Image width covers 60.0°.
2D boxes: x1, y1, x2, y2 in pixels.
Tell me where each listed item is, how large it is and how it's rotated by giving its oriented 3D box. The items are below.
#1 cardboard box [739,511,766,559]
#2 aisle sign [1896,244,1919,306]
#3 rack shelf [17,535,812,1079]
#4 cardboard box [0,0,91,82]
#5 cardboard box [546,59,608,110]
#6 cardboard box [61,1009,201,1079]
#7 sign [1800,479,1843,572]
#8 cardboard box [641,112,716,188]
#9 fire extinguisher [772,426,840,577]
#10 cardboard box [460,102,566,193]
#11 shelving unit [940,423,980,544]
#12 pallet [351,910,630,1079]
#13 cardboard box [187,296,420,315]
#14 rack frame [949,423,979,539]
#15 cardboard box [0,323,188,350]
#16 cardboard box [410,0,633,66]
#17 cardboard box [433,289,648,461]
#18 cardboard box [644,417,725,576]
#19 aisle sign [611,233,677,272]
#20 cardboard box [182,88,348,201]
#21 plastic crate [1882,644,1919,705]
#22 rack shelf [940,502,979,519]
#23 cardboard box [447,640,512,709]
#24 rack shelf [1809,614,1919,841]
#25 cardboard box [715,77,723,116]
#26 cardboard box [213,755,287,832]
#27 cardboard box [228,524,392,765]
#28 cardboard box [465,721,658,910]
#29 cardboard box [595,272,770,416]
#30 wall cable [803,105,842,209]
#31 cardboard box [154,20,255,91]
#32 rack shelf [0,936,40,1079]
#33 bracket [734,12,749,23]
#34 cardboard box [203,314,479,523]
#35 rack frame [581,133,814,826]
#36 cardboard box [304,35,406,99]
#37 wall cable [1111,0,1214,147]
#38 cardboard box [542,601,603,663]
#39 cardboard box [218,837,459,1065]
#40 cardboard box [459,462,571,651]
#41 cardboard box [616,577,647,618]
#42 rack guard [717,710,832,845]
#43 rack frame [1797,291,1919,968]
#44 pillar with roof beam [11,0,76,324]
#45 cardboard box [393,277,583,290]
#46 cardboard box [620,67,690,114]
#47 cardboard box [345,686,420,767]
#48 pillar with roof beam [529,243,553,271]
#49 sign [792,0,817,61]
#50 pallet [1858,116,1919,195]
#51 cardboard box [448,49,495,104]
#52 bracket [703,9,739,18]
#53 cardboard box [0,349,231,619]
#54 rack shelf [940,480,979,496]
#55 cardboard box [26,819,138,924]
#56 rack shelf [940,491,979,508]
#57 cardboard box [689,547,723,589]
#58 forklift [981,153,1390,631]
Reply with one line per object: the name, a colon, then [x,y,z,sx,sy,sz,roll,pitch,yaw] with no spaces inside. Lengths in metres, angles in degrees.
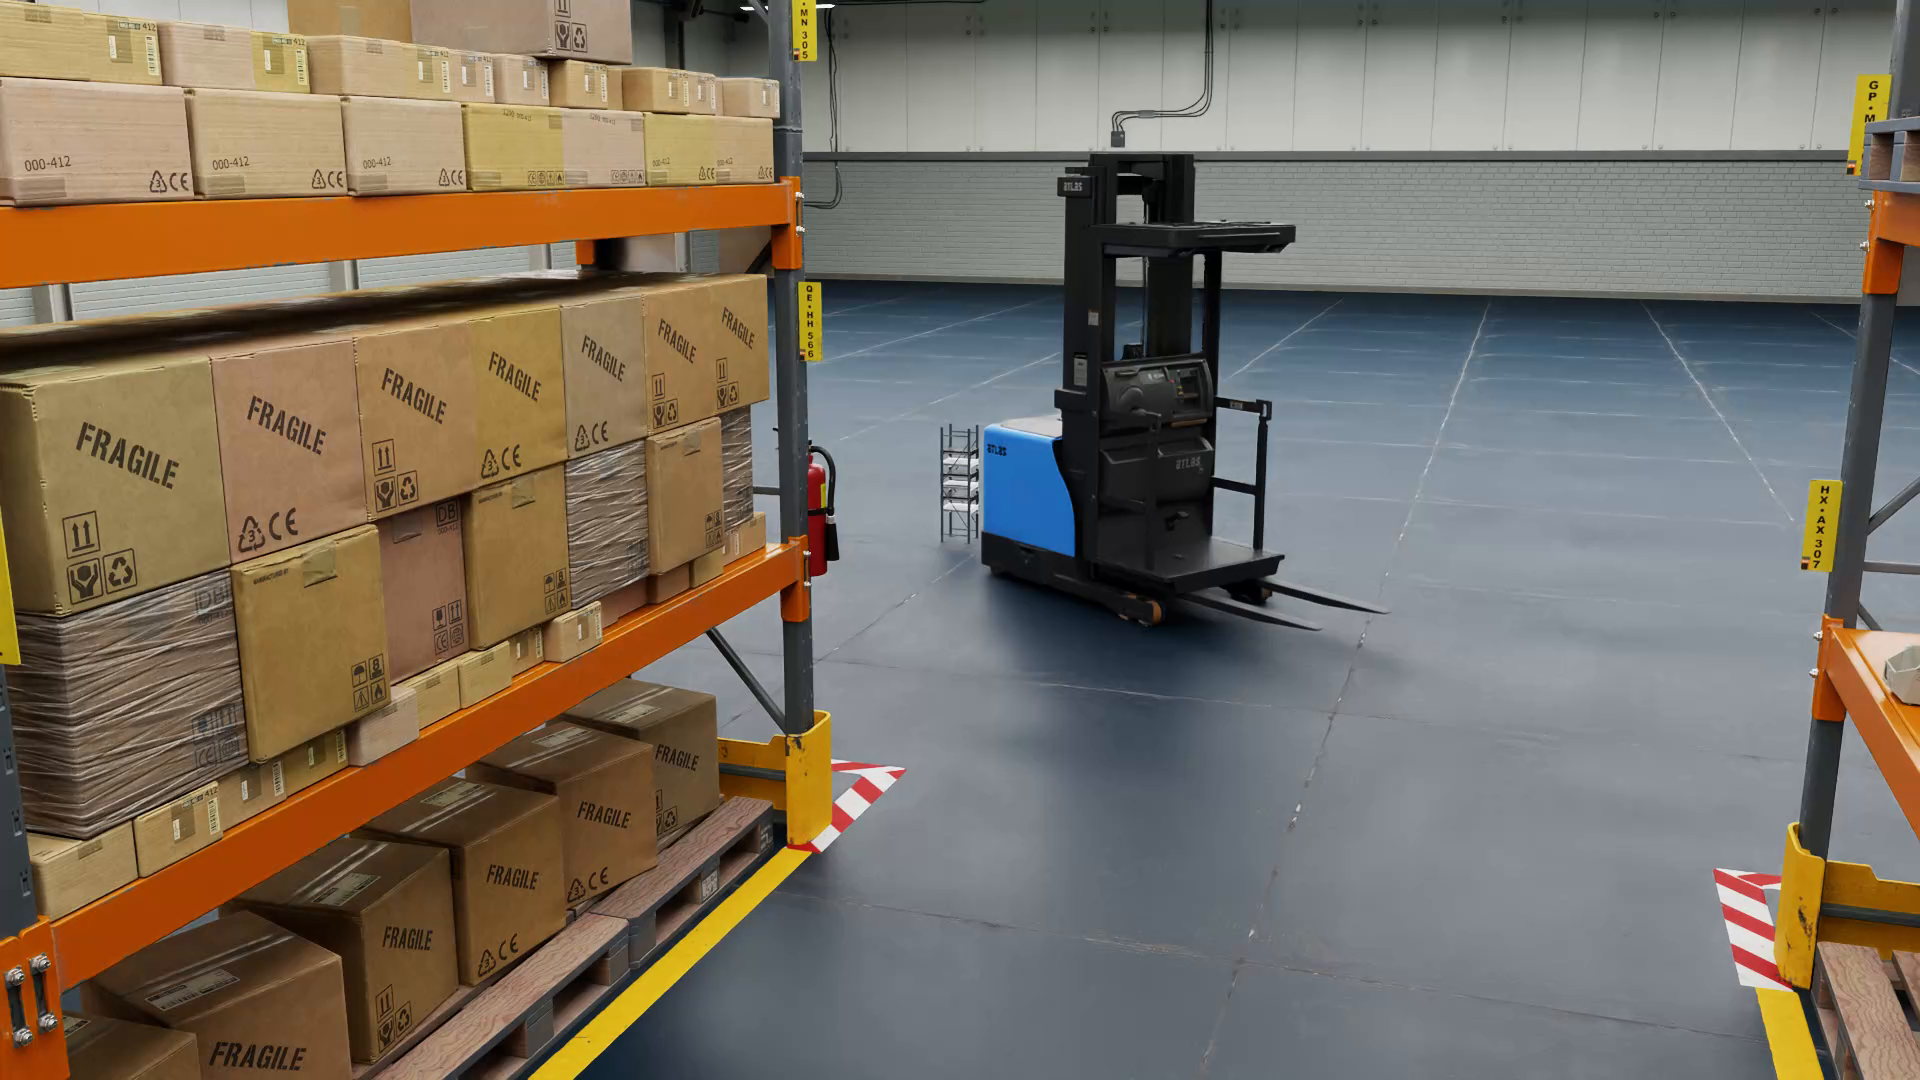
cardboard box: [-1.036,-0.034,6.960,0.380,0.149,0.250,4,14,18]
aisle sign: [3.293,-1.178,5.568,0.394,0.787,0.004,4,14,18]
rack shelf: [-1.787,0.540,5.496,1.077,0.370,4.000,4,14,18]
cardboard box: [-2.037,-1.019,3.412,0.380,0.149,0.250,4,13,17]
cardboard box: [-1.362,-1.461,5.347,0.380,0.149,0.250,4,13,16]
cardboard box: [-2.266,1.543,4.158,0.500,0.500,0.500,4,13,17]
sign: [3.028,-0.050,5.845,0.100,0.325,0.005,4,14,18]
cardboard box: [-1.214,-1.395,5.957,0.500,0.250,0.500,4,14,19]
fire extinguisher: [-0.666,-0.185,7.229,0.296,0.674,0.183,4,14,18]
cardboard box: [-1.546,-1.182,5.021,0.500,0.250,0.500,4,13,17]
shelving unit: [-0.003,-0.437,12.880,0.258,0.900,0.210,4,14,18]
pallet: [-1.857,1.569,5.641,1.003,0.211,1.213,4,14,18]
cardboard box: [-2.060,-0.501,5.300,0.500,0.500,0.500,4,14,18]
rack frame: [0.030,-0.458,12.974,0.240,0.900,0.006,4,14,18]
cardboard box: [-2.388,-0.290,4.379,0.500,0.500,0.500,4,14,18]
cardboard box: [-1.402,-1.787,5.317,0.500,0.500,0.500,4,14,18]
cardboard box: [-1.404,-0.568,5.596,0.500,0.500,0.500,4,14,18]
cardboard box: [-1.392,-0.197,6.219,0.875,0.500,0.500,4,14,18]
aisle sign: [-1.403,-1.533,7.123,0.394,0.787,0.004,4,14,18]
cardboard box: [-1.879,-0.966,4.078,0.500,0.250,0.500,4,14,18]
plastic crate: [2.953,0.419,5.003,0.298,0.136,0.250,4,14,18]
rack shelf: [-0.003,-0.229,12.928,0.258,0.077,0.200,4,14,18]
cardboard box: [-1.607,0.393,5.090,0.380,0.149,0.250,4,14,18]
rack shelf: [2.900,0.897,3.933,1.077,0.370,4.000,4,14,18]
cardboard box: [-1.129,-1.688,6.341,0.380,0.149,0.250,4,13,17]
cardboard box: [-1.932,0.603,4.168,0.380,0.149,0.250,4,14,18]
cardboard box: [-2.035,0.224,4.372,0.875,0.500,0.500,4,14,18]
cardboard box: [-1.518,1.041,6.359,0.500,0.500,0.500,9,15,33]
cardboard box: [-1.084,-0.779,6.520,0.500,0.500,0.500,4,14,18]
wall cable: [-4.381,-9.472,41.244,3.097,2.526,0.112,4,14,18]
cardboard box: [-1.907,-1.136,3.923,0.380,0.149,0.250,4,14,19]
rack shelf: [-3.081,1.383,1.806,1.077,0.370,4.000,4,14,18]
bracket: [-5.349,-12.777,40.655,0.235,0.232,0.430,4,14,18]
cardboard box: [-1.725,-0.357,4.673,0.500,0.500,0.500,4,14,18]
rack frame: [-1.140,-0.231,7.261,1.000,3.000,0.127,4,14,18]
cardboard box: [-1.700,-1.240,4.381,0.380,0.149,0.250,4,13,17]
wall cable: [4.596,-11.957,37.511,2.305,6.003,0.169,4,14,18]
cardboard box: [-1.422,0.289,5.544,0.380,0.149,0.250,4,14,18]
cardboard box: [-1.962,1.286,5.287,0.500,0.500,0.500,3,13,13]
cardboard box: [-1.767,0.009,5.313,0.875,0.500,0.500,4,14,18]
cardboard box: [-1.366,0.176,6.040,0.380,0.149,0.250,4,14,18]
rack guard: [-1.164,1.003,7.469,1.175,0.500,0.348,4,14,18]
rack frame: [3.547,0.125,5.698,1.000,3.000,0.127,4,14,18]
pillar with roof beam: [-8.336,-6.361,20.635,9.100,9.000,0.400,4,14,18]
cardboard box: [-1.744,-0.712,6.225,0.500,0.500,0.500,4,14,18]
cardboard box: [-1.173,-1.568,5.815,0.380,0.149,0.250,4,14,19]
cardboard box: [-1.740,0.500,4.619,0.380,0.149,0.250,4,14,18]
pillar with roof beam: [-4.454,-8.888,31.705,9.100,9.000,0.400,4,14,18]
sign: [-0.621,-2.081,6.635,0.100,0.325,0.005,4,14,18]
pallet: [3.187,-1.078,4.653,1.003,0.211,1.213,4,14,18]
cardboard box: [-1.600,-1.353,4.875,0.380,0.149,0.250,5,14,20]
bracket: [-5.540,-12.652,40.110,0.076,0.066,3.189,4,14,18]
cardboard box: [-2.048,-0.147,3.750,0.500,0.500,0.500,4,14,18]
rack shelf: [-0.003,-0.405,12.888,0.258,0.077,0.200,4,14,18]
cardboard box: [-2.080,0.710,3.702,0.380,0.149,0.250,4,14,18]
rack shelf: [-0.003,-0.317,12.908,0.258,0.077,0.200,4,14,18]
cardboard box: [-1.150,0.075,6.483,0.380,0.149,0.250,4,14,18]
forklift: [1.437,-1.002,10.791,1.130,2.935,3.031,-9,16,-36]
